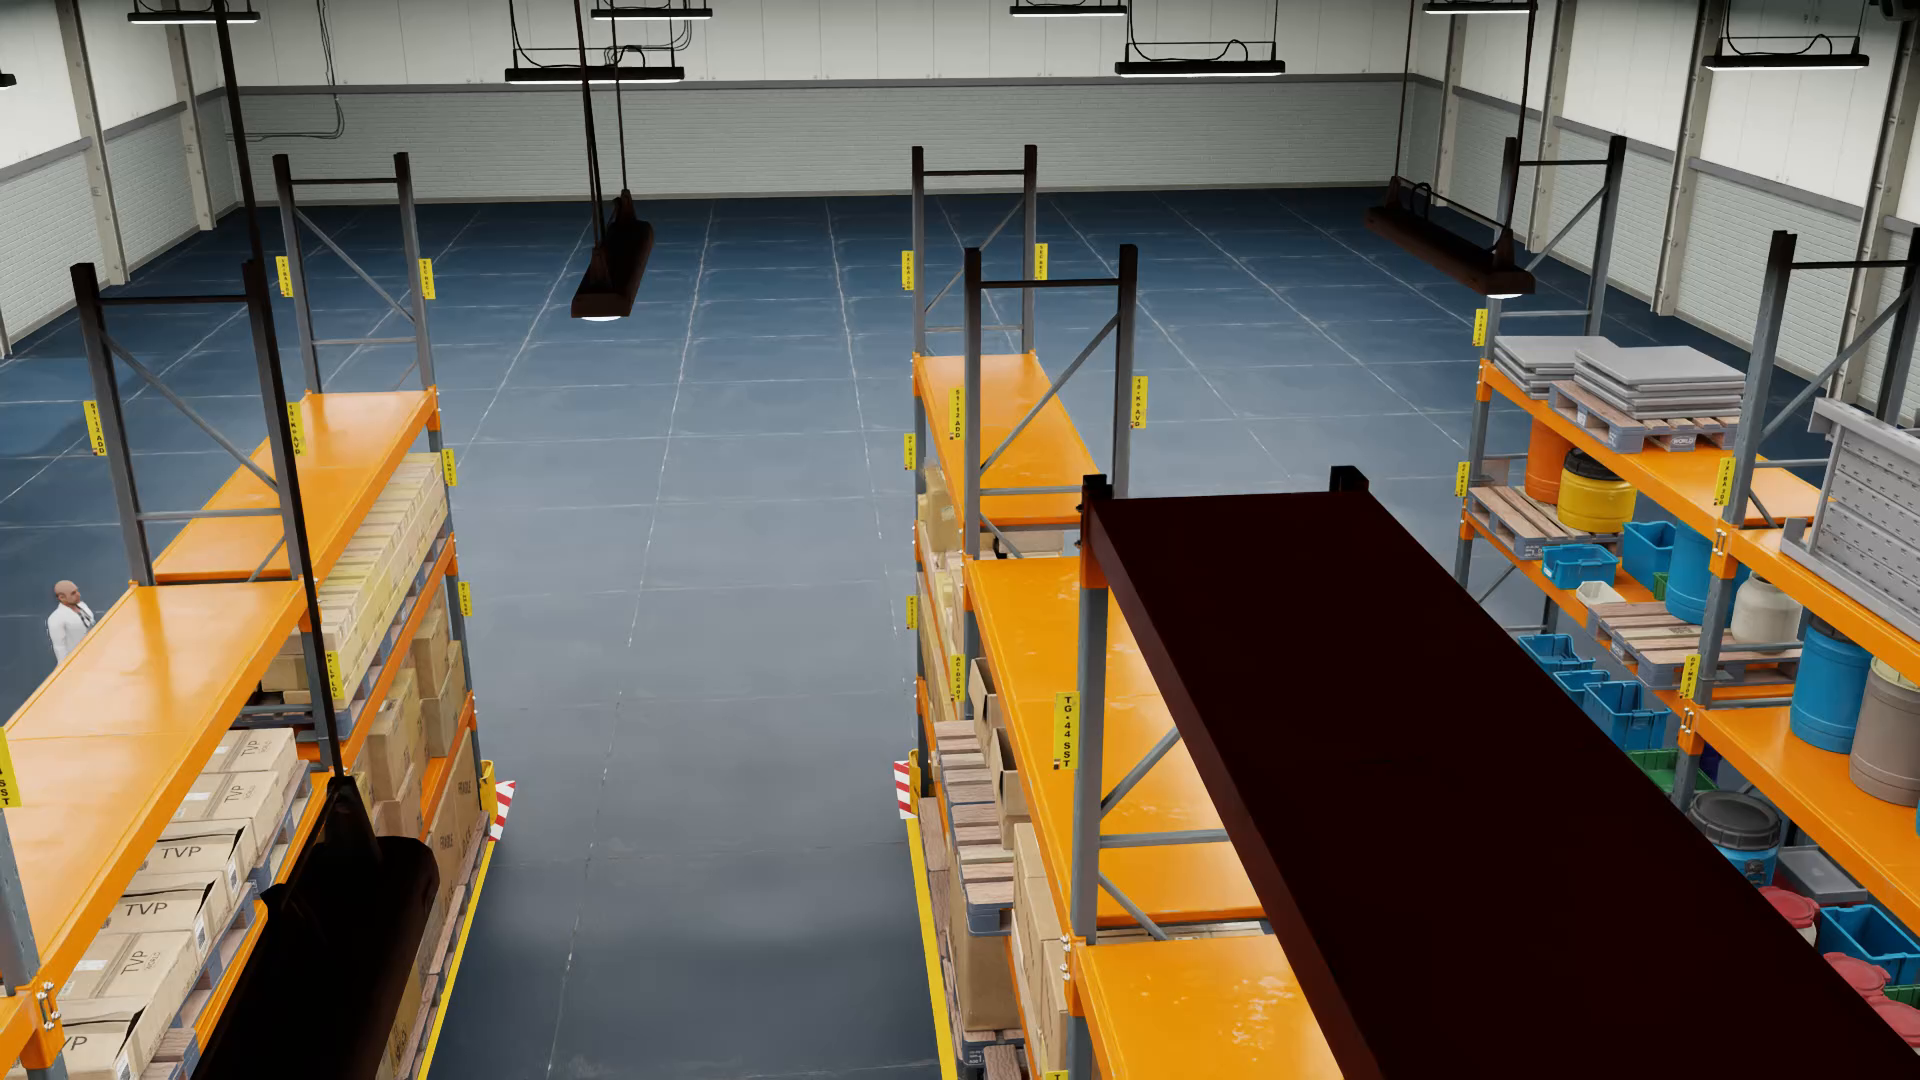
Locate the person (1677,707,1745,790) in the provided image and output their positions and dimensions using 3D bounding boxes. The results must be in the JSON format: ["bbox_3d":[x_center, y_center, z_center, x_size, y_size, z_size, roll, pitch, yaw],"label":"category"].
[{"bbox_3d":[6.725,1.739,15.011,0.537,1.561,0.947,-9,23,-21],"label":"person"}]

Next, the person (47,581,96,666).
[{"bbox_3d":[-8.582,1.306,16.198,0.881,1.552,0.583,0,22,0],"label":"person"}]
